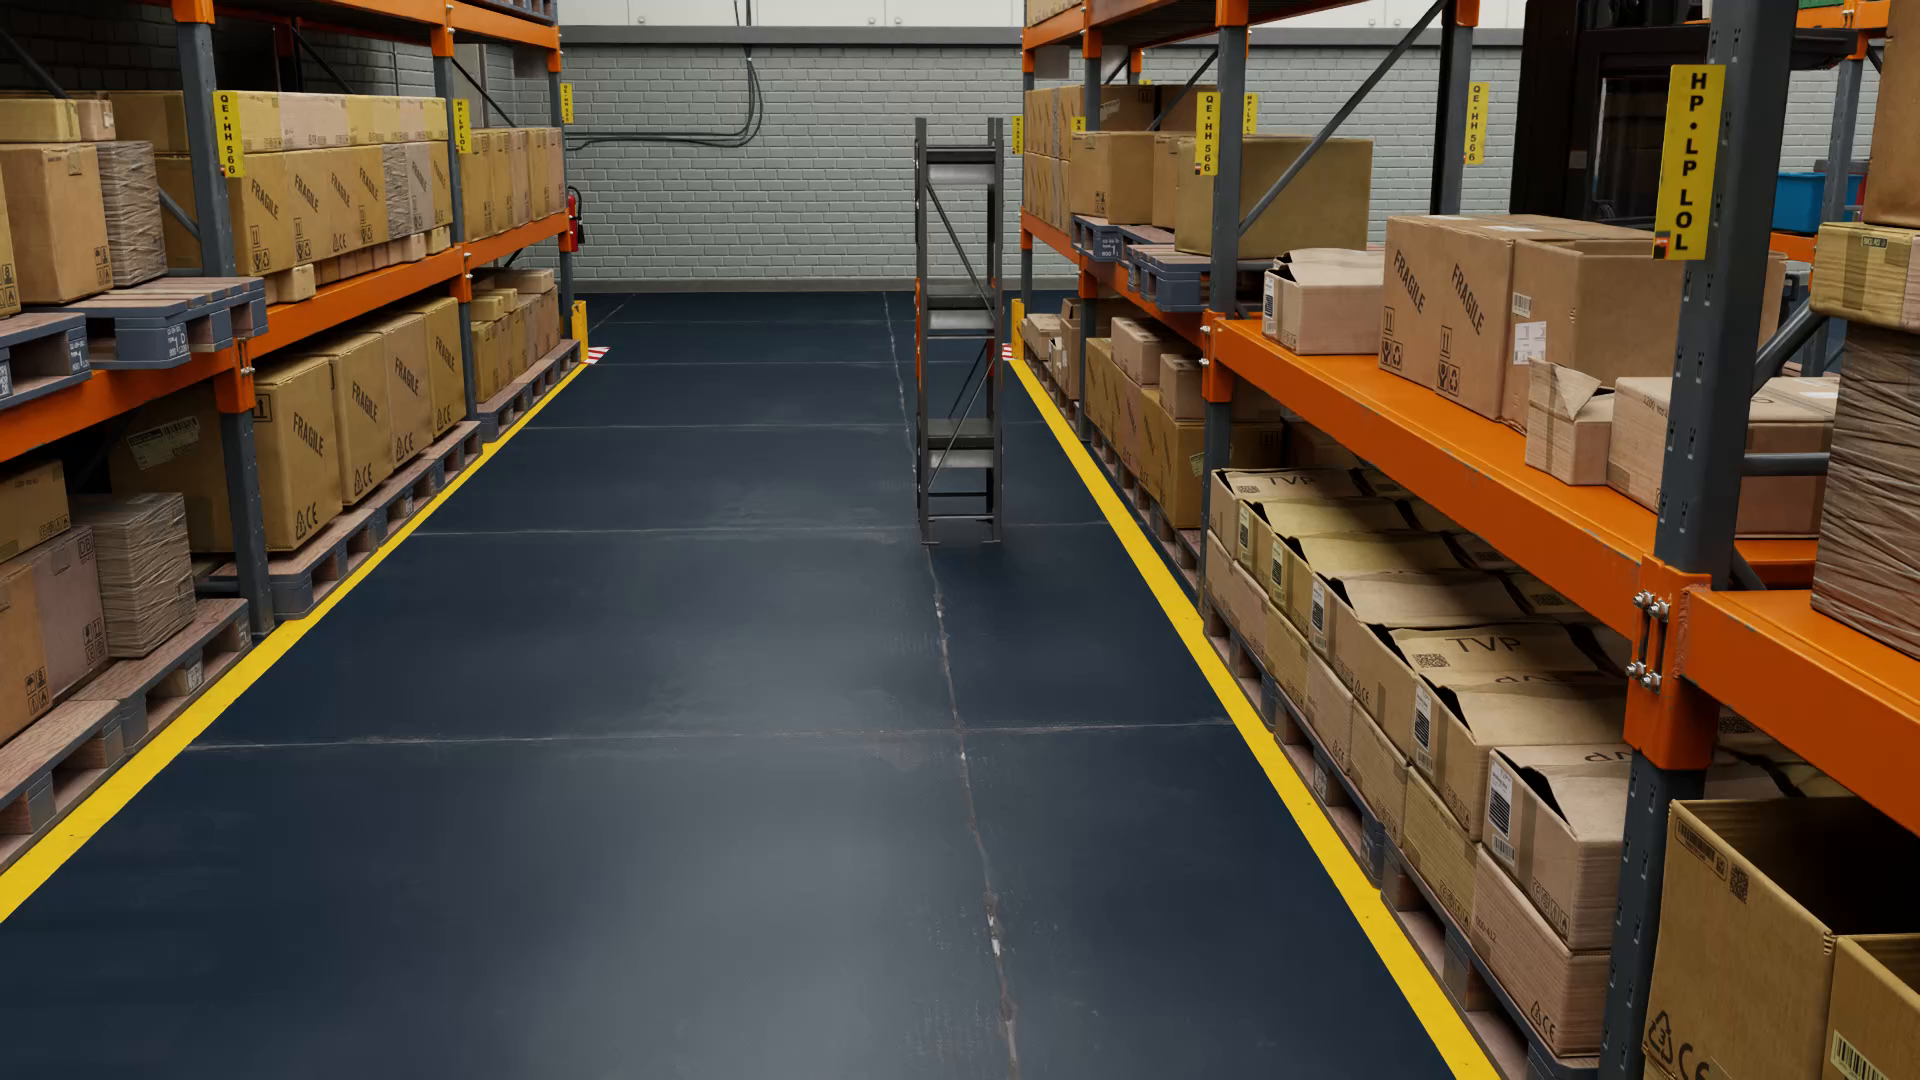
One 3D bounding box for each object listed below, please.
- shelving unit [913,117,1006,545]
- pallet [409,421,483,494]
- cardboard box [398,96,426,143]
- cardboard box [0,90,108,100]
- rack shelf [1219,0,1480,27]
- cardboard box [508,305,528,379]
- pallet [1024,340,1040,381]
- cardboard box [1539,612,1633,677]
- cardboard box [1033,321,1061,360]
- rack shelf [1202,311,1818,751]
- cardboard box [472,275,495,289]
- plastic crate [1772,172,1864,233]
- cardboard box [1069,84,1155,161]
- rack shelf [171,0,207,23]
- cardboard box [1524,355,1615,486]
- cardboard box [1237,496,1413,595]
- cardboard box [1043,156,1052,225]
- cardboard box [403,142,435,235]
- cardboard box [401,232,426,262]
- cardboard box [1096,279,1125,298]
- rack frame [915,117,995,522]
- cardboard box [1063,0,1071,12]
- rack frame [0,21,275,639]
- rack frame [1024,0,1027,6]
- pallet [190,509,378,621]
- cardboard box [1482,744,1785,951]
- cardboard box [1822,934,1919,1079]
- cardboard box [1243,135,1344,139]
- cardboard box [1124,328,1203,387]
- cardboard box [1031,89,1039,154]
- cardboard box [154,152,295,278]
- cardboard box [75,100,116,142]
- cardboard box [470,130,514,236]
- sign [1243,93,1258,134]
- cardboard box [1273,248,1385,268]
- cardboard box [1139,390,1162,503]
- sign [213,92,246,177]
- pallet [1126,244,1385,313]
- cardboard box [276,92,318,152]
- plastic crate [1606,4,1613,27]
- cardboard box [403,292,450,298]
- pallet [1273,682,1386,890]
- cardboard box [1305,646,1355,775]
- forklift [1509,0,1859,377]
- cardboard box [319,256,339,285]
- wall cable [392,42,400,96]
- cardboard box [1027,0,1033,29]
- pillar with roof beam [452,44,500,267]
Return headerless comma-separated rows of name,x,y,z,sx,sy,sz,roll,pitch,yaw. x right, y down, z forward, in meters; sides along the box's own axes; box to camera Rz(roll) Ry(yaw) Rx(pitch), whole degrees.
shelving unit,-0.010,-1.058,8.425,0.431,2.100,0.503,-1,14,-3
pallet,-3.524,-0.504,10.063,1.003,0.211,1.213,-1,14,-3
cardboard box,-3.341,-2.371,9.381,0.500,0.250,0.500,-1,14,-2
cardboard box,-3.686,-1.725,6.868,0.500,0.250,0.500,0,14,-2
rack shelf,1.668,-1.735,4.674,1.077,0.370,4.000,-1,14,-3
cardboard box,-3.649,-1.479,12.427,0.700,0.500,0.500,-1,14,-2
pallet,1.104,-1.550,14.128,1.003,0.211,1.213,-1,14,-3
cardboard box,1.956,0.363,4.644,0.500,0.311,0.500,-1,14,-5
cardboard box,0.861,-1.611,13.403,0.500,0.250,0.500,-1,14,-3
rack shelf,1.668,-0.282,5.048,1.077,0.370,4.000,-1,14,-3
cardboard box,-3.912,-2.015,13.208,0.380,0.149,0.250,-1,14,-3
plastic crate,5.871,-2.331,11.477,0.392,0.384,0.575,-1,14,-3
cardboard box,1.007,-2.777,11.094,0.500,0.500,0.500,-1,14,-3
rack shelf,-3.276,-1.658,4.373,1.077,0.370,4.000,-1,14,-3
cardboard box,1.554,-0.284,3.881,0.396,0.266,0.258,-1,14,-5
cardboard box,1.325,-0.006,6.081,0.500,0.311,0.500,-1,14,-5
cardboard box,0.908,-2.674,12.700,0.500,0.500,0.500,-1,14,-3
cardboard box,-3.326,-2.010,9.481,0.500,0.500,0.500,-1,14,-3
cardboard box,-3.259,-1.662,9.428,0.380,0.149,0.250,-1,14,-3
cardboard box,1.328,-1.989,14.370,0.500,0.500,0.500,-1,14,-3
rack frame,-0.025,-1.119,8.661,0.400,2.100,0.015,-1,14,-3
cardboard box,0.981,-3.744,11.341,0.500,0.250,0.500,-1,14,-3
rack frame,-3.400,-1.051,6.591,1.000,3.000,0.127,-1,14,-3
rack frame,1.049,-6.023,13.877,1.000,3.000,0.127,-1,14,-3
pallet,-3.373,0.102,7.705,1.003,0.211,1.213,-1,14,-3
cardboard box,1.481,0.627,3.620,0.500,0.311,0.500,-1,14,-3
cardboard box,1.547,0.876,2.272,0.500,0.500,0.500,-1,14,-3
cardboard box,1.527,-1.765,8.324,0.700,0.500,0.500,2,15,7
cardboard box,1.177,-0.991,8.987,0.500,0.250,0.500,-1,14,-4
cardboard box,0.853,-3.406,13.538,0.500,0.500,0.500,-1,14,-3
cardboard box,-3.174,-1.378,7.023,0.500,0.500,0.500,0,14,-2
cardboard box,-3.348,-1.541,6.111,0.380,0.149,0.250,-3,15,-11
cardboard box,-3.704,-2.508,11.651,0.980,0.700,0.700,-1,14,-5
sign,1.850,-2.693,10.650,0.100,0.325,0.005,-1,14,-3
cardboard box,1.523,-0.994,6.548,0.500,0.311,0.500,0,14,0
cardboard box,1.220,-0.488,8.538,0.500,0.500,0.500,-1,14,-5
sign,-2.858,-1.584,6.498,0.100,0.325,0.005,-1,14,-3
pallet,1.432,-1.203,7.566,1.213,0.211,1.003,-1,14,-3
cardboard box,-3.204,-1.867,7.419,0.500,0.250,0.500,-1,14,-4
plastic crate,5.739,-4.483,14.171,0.497,0.269,0.590,-1,14,-3
cardboard box,-3.832,-1.698,11.976,0.380,0.149,0.250,-1,14,-5
pallet,1.629,0.730,5.264,1.003,0.211,1.213,-1,14,-3
cardboard box,1.385,0.517,5.174,0.500,0.250,0.500,-1,14,-2
forklift,3.480,-1.380,8.007,1.130,2.935,3.031,-11,18,-36
cardboard box,-3.296,-1.344,8.193,0.380,0.149,0.250,-1,14,-3
wall cable,-4.919,-3.836,15.378,0.084,1.984,1.851,-1,14,-3
cardboard box,0.827,-4.366,13.757,0.500,0.250,0.500,-1,14,-3
pillar with roof beam,-0.629,-6.670,16.392,9.100,9.000,0.400,-1,14,-3
